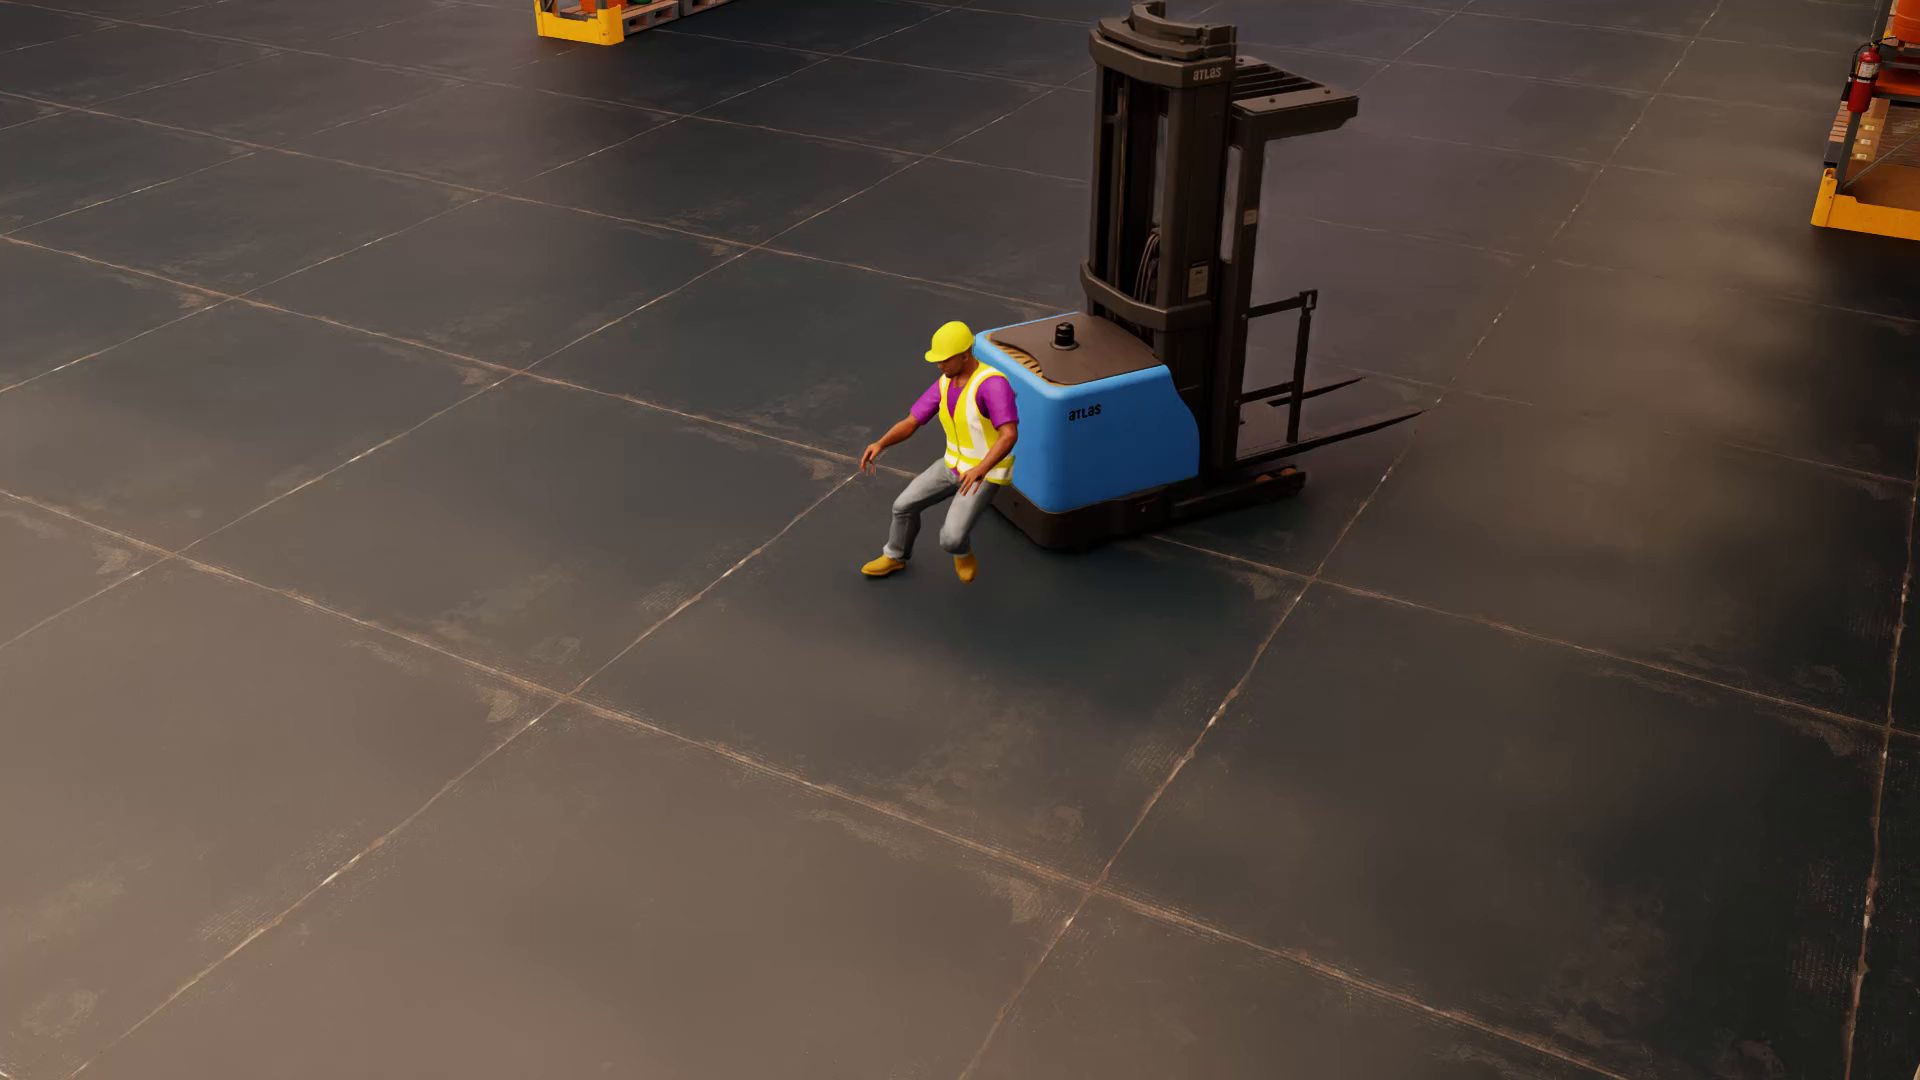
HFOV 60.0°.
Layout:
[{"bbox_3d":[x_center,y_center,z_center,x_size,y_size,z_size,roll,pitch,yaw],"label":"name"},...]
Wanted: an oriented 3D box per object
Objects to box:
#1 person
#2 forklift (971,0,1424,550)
[{"bbox_3d":[-0.110,-0.388,9.100,0.782,1.590,0.867,-21,36,-32],"label":"person"},{"bbox_3d":[1.596,-1.725,10.060,3.031,2.935,1.130,-15,33,-24],"label":"forklift"}]
